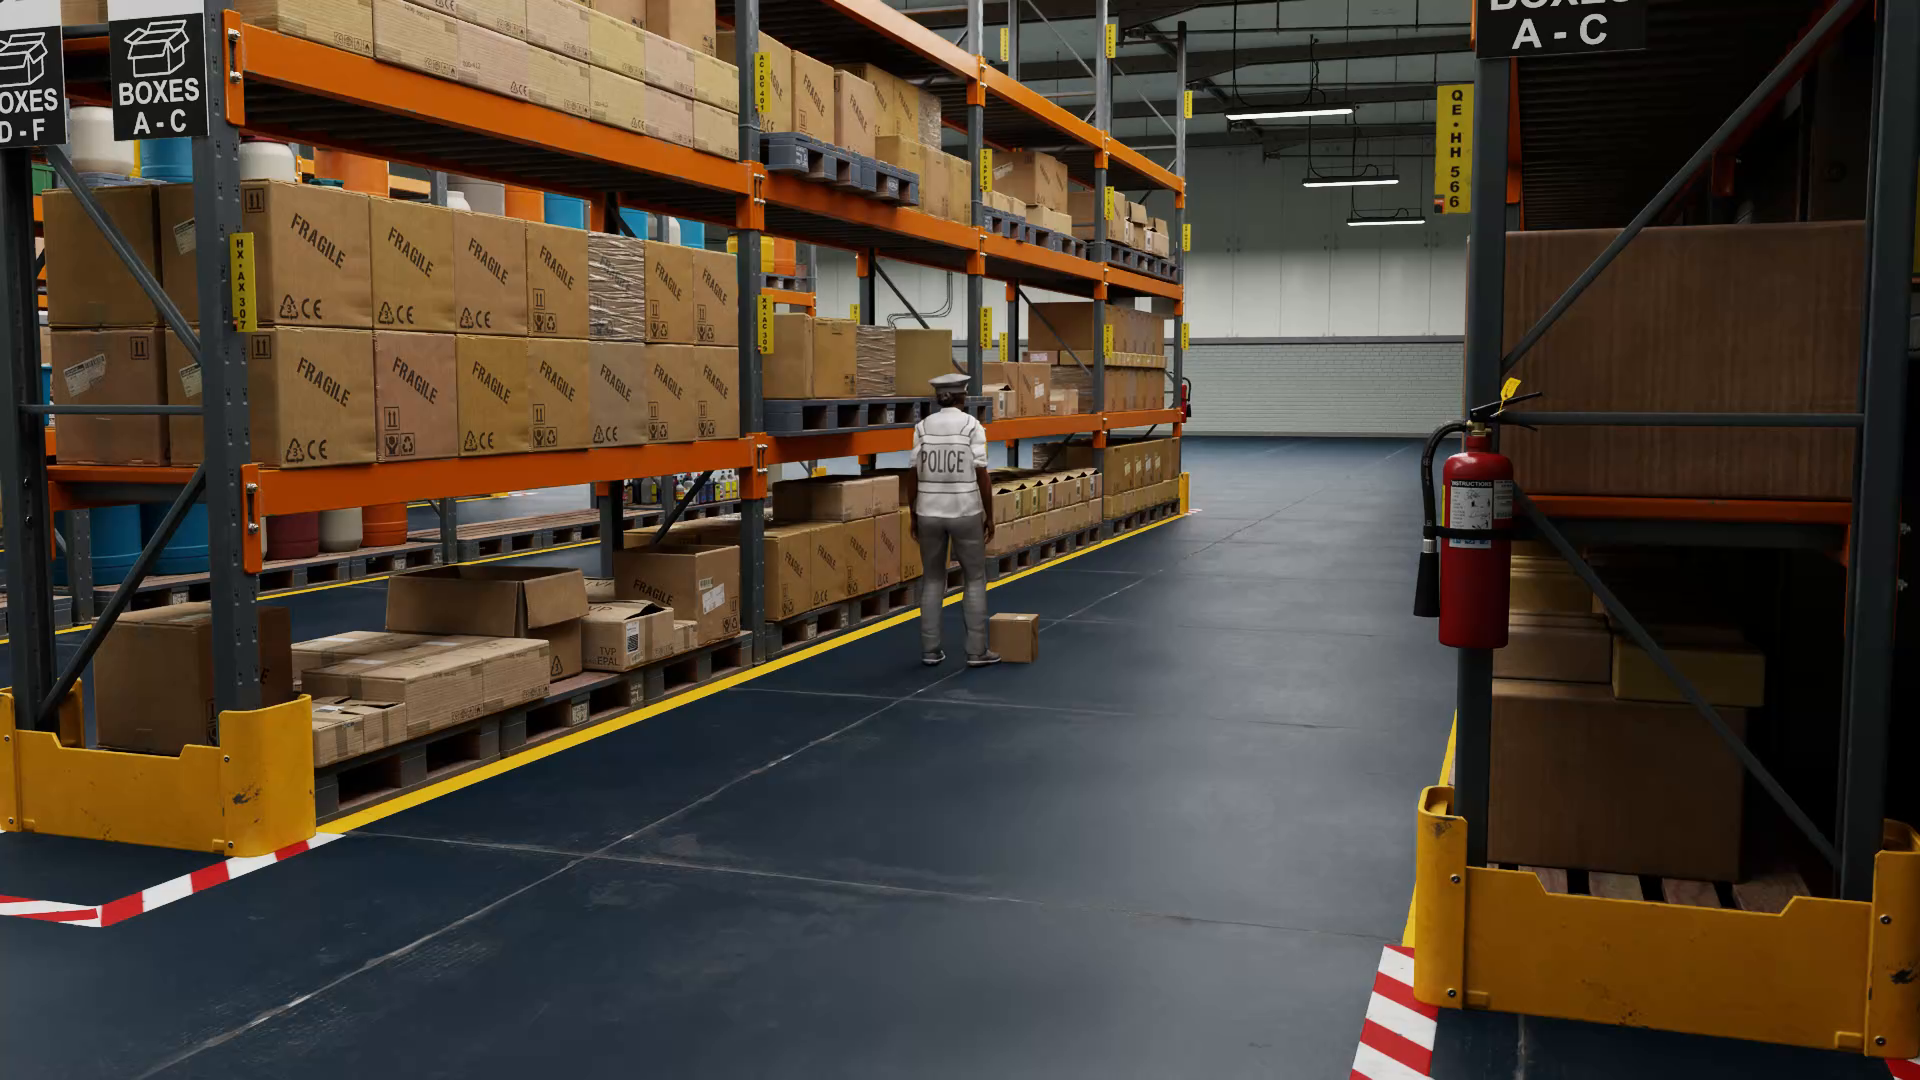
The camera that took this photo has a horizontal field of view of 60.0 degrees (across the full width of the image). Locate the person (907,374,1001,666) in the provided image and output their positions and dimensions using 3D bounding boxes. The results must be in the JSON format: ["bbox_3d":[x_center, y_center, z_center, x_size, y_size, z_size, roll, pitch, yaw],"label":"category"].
[{"bbox_3d":[-0.041,-0.115,9.495,0.518,1.657,0.400,2,6,16],"label":"person"}]
